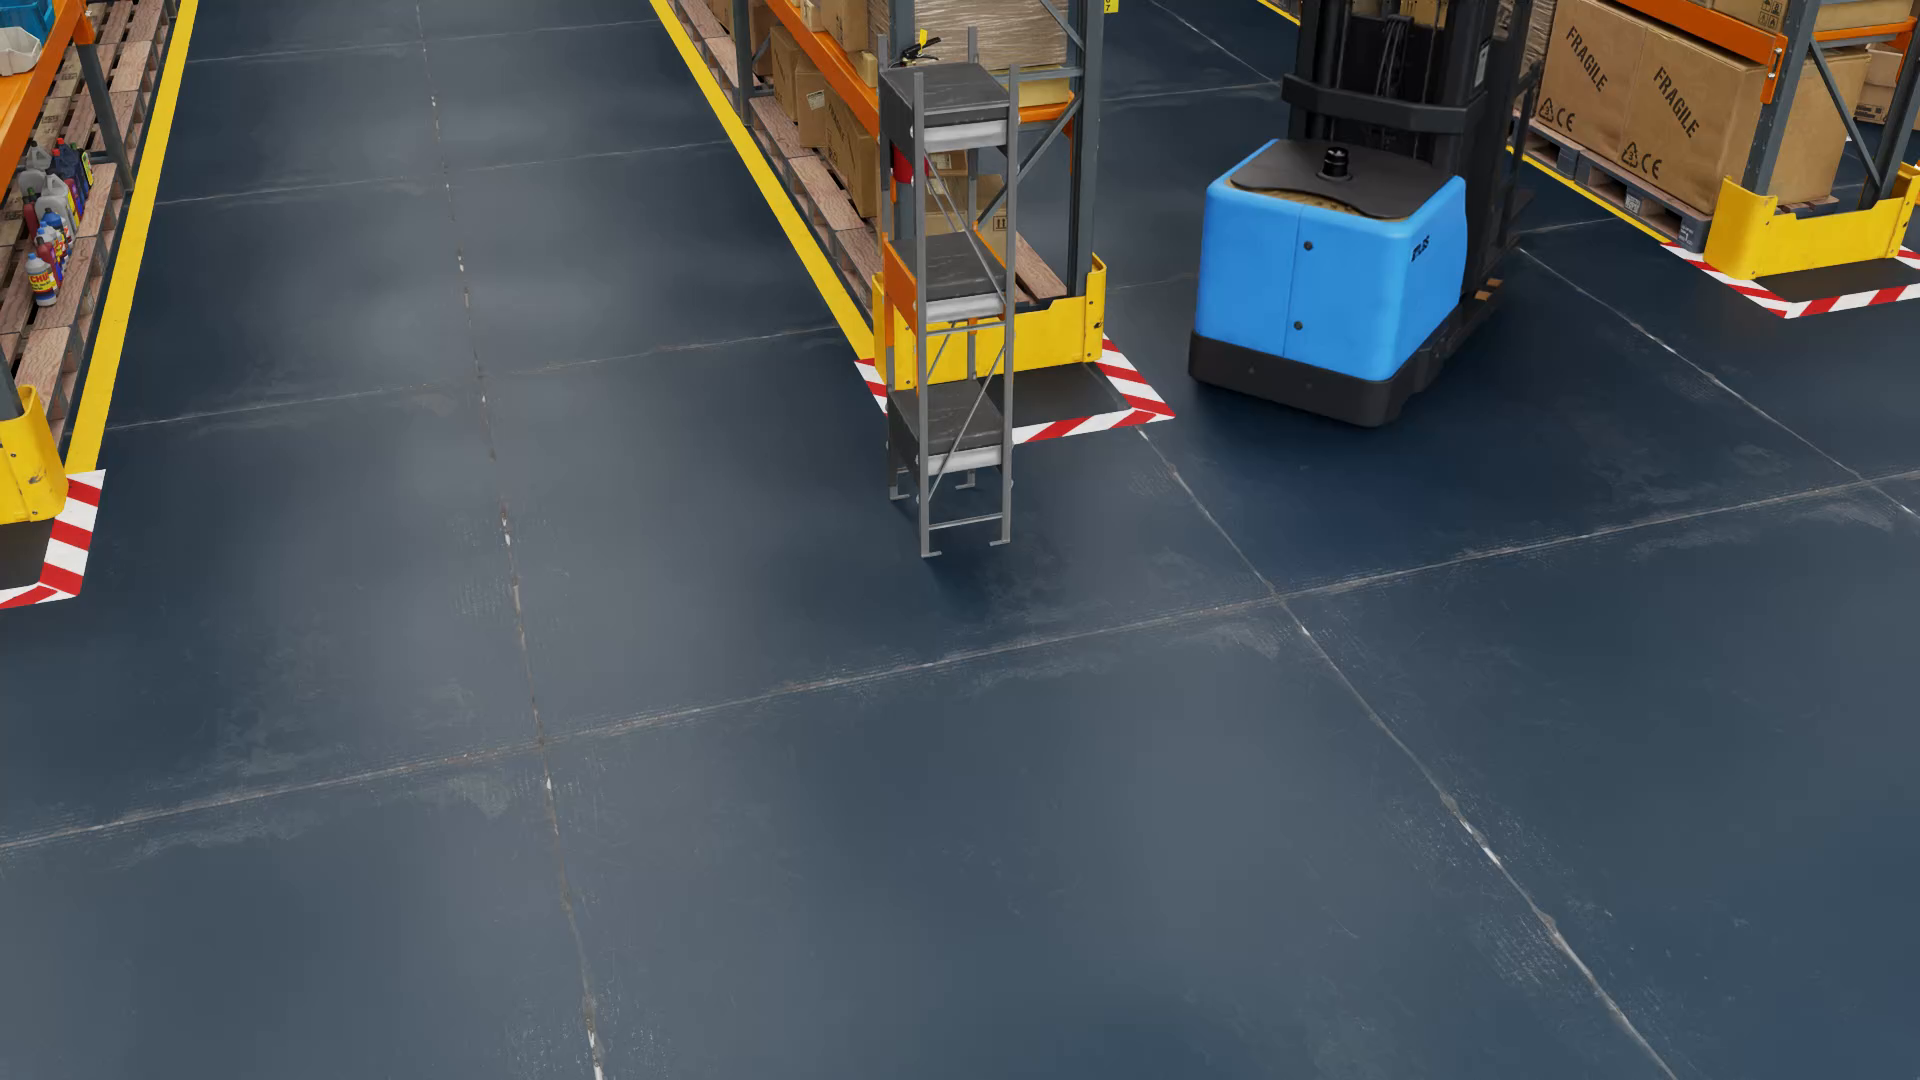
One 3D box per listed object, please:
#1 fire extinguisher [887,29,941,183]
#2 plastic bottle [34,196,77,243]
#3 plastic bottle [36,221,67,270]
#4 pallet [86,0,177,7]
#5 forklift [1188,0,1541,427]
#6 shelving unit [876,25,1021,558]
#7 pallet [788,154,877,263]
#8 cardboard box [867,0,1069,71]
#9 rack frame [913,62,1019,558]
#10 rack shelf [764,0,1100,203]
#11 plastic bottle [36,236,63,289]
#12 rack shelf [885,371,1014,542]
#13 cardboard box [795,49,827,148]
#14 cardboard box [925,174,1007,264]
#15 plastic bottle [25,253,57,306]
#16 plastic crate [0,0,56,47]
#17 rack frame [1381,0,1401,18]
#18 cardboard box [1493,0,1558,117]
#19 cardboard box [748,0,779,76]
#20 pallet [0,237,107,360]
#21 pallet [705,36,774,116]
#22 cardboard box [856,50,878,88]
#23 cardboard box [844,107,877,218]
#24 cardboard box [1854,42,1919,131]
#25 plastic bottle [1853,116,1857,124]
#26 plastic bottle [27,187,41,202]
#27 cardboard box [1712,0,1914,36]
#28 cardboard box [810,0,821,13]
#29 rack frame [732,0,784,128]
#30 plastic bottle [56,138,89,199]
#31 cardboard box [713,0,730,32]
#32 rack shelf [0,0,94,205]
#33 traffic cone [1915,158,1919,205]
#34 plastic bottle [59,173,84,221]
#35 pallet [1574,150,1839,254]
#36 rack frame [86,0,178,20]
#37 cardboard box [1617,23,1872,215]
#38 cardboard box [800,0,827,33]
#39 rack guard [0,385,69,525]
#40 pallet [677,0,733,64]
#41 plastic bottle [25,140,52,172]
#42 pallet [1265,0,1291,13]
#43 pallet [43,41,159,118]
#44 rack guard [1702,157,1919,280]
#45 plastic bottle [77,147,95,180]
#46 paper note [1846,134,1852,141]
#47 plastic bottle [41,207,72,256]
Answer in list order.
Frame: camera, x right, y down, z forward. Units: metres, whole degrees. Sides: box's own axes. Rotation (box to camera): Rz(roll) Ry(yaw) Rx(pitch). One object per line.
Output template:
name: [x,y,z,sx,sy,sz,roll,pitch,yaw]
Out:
fire extinguisher: [-0.230,-1.977,7.591,0.296,0.674,0.183,-10,35,-15]
plastic bottle: [-5.090,-1.815,9.348,0.152,0.276,0.135,-9,35,-14]
plastic bottle: [-4.935,-1.596,9.020,0.097,0.271,0.097,0,33,0]
pallet: [-7.264,-4.758,14.258,1.003,0.211,1.213,-10,35,-15]
forklift: [2.369,-2.539,8.433,1.130,2.935,3.031,19,38,27]
shelving unit: [-0.050,-0.963,6.803,0.431,2.100,0.503,-10,35,-15]
pallet: [-0.432,-2.095,10.229,1.003,0.211,1.213,-10,35,-15]
cardboard box: [0.032,-2.606,8.112,0.875,0.500,0.500,-10,35,-15]
rack frame: [0.024,-0.835,6.609,0.400,2.100,0.015,-10,35,-15]
rack shelf: [-0.436,-2.897,9.565,1.077,0.370,4.000,-10,35,-15]
plastic bottle: [-4.851,-1.490,8.849,0.061,0.283,0.133,-9,35,-14]
rack shelf: [-0.050,-0.368,7.196,0.431,0.518,0.480,-10,35,-15]
cardboard box: [-0.781,-2.863,10.748,0.500,0.500,0.500,0,33,1]
cardboard box: [-0.001,-1.610,8.852,0.500,0.500,0.500,-4,34,-6]
plastic bottle: [-4.799,-1.363,8.668,0.097,0.271,0.097,0,33,0]
plastic crate: [-5.167,-2.817,8.926,0.499,0.251,0.616,-10,35,-15]
rack frame: [3.708,-5.028,12.138,1.000,3.000,0.127,-10,35,-15]
cardboard box: [4.112,-3.502,11.375,0.875,0.875,0.875,-10,35,-14]
cardboard box: [-1.213,-3.714,12.017,0.700,0.500,0.500,-13,36,-18]
pallet: [-5.222,-1.249,8.949,1.003,0.211,1.213,-10,35,-15]
pallet: [-1.285,-3.492,12.343,1.003,0.211,1.213,-10,35,-15]
cardboard box: [-0.311,-2.411,8.405,0.380,0.149,0.250,-10,35,-15]
cardboard box: [-0.389,-2.250,9.820,0.500,0.500,0.500,-7,34,-10]
cardboard box: [6.665,-3.268,11.739,0.637,0.503,0.797,19,38,26]
plastic bottle: [6.142,-2.978,11.701,0.133,0.061,0.283,-23,40,-31]
plastic bottle: [-5.225,-1.874,9.429,0.061,0.283,0.133,-10,35,-15]
cardboard box: [4.772,-3.178,9.202,0.875,0.550,0.550,-10,35,-15]
cardboard box: [-0.346,-3.118,8.887,0.875,0.500,0.500,-10,35,-15]
rack frame: [-1.046,-4.247,10.956,1.000,3.000,0.127,-10,35,-15]
plastic bottle: [-5.292,-2.203,9.866,0.144,0.351,0.185,-11,35,-16]
cardboard box: [-1.512,-4.261,12.845,0.700,0.500,0.500,-13,36,-19]
rack shelf: [-5.153,-2.064,8.305,1.077,0.370,4.000,-10,35,-15]
traffic cone: [6.119,-2.387,10.443,0.336,0.463,0.334,-10,35,-15]
plastic bottle: [-5.144,-1.995,9.614,0.061,0.283,0.133,-8,34,-12]
pallet: [4.610,-2.171,10.344,1.003,0.211,1.213,-10,35,-15]
rack frame: [-6.983,-5.514,12.874,1.000,3.000,0.127,-10,35,-15]
cardboard box: [4.658,-2.561,9.952,0.875,0.875,0.875,-10,35,-14]
cardboard box: [-0.667,-2.927,9.186,0.380,0.149,0.250,-10,35,-15]
rack guard: [-4.611,-0.303,7.255,1.175,0.500,0.348,-10,35,-15]
pallet: [-1.661,-4.134,13.314,1.003,0.211,1.213,-10,35,-15]
plastic bottle: [-5.430,-2.178,9.830,0.144,0.351,0.185,-10,35,-15]
pallet: [3.025,-4.899,14.472,1.003,0.211,1.213,-10,35,-15]
pallet: [-6.416,-3.298,12.050,1.003,0.211,1.213,-10,35,-15]
rack guard: [4.936,-1.872,9.630,1.175,0.500,0.348,-10,35,-15]
plastic bottle: [-5.356,-2.292,10.137,0.097,0.201,0.097,0,33,0]
paper note: [6.079,-2.775,11.424,0.144,0.017,0.142,1,33,2]
plastic bottle: [-4.996,-1.702,9.181,0.097,0.271,0.097,0,33,0]
